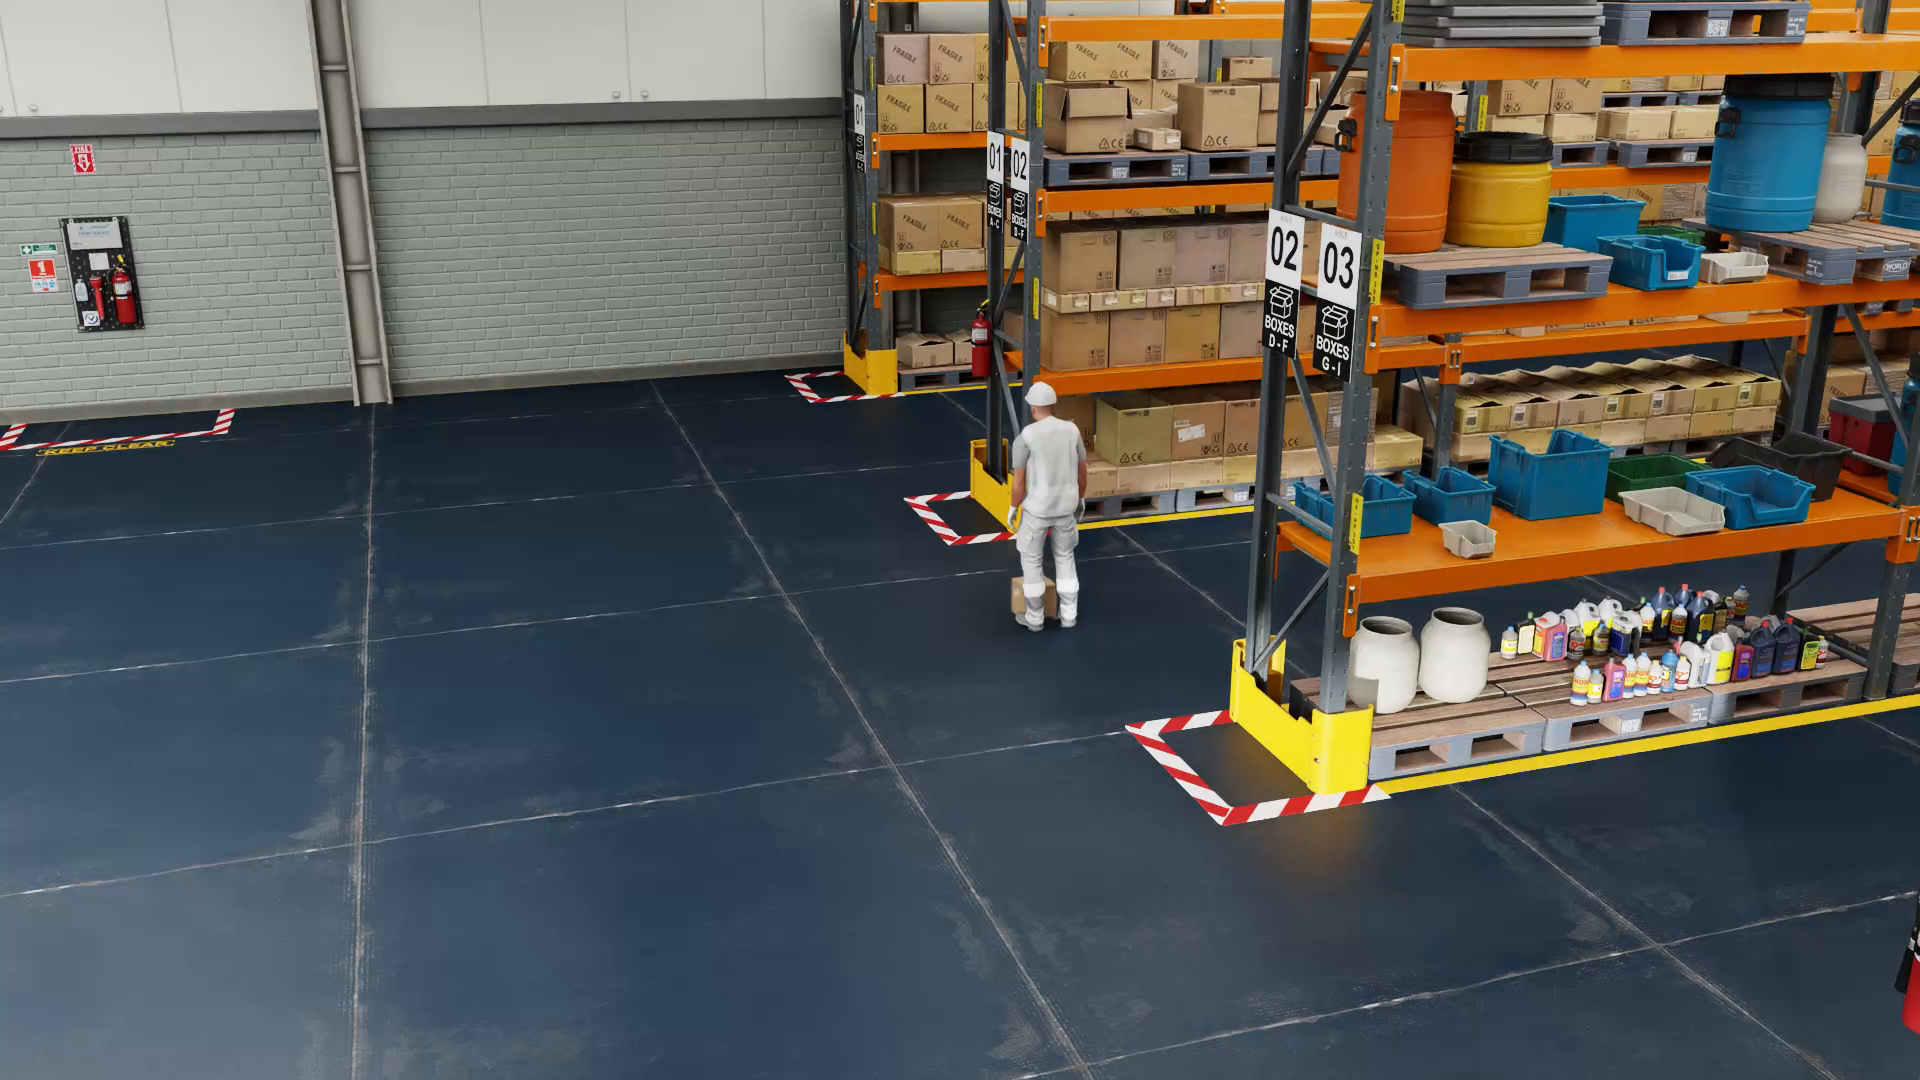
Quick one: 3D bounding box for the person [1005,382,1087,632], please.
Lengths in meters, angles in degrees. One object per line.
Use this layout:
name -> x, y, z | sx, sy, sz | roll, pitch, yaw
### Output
person -> 0.603, -0.231, 11.713 | 0.612, 1.778, 0.451 | -7, 20, -20
